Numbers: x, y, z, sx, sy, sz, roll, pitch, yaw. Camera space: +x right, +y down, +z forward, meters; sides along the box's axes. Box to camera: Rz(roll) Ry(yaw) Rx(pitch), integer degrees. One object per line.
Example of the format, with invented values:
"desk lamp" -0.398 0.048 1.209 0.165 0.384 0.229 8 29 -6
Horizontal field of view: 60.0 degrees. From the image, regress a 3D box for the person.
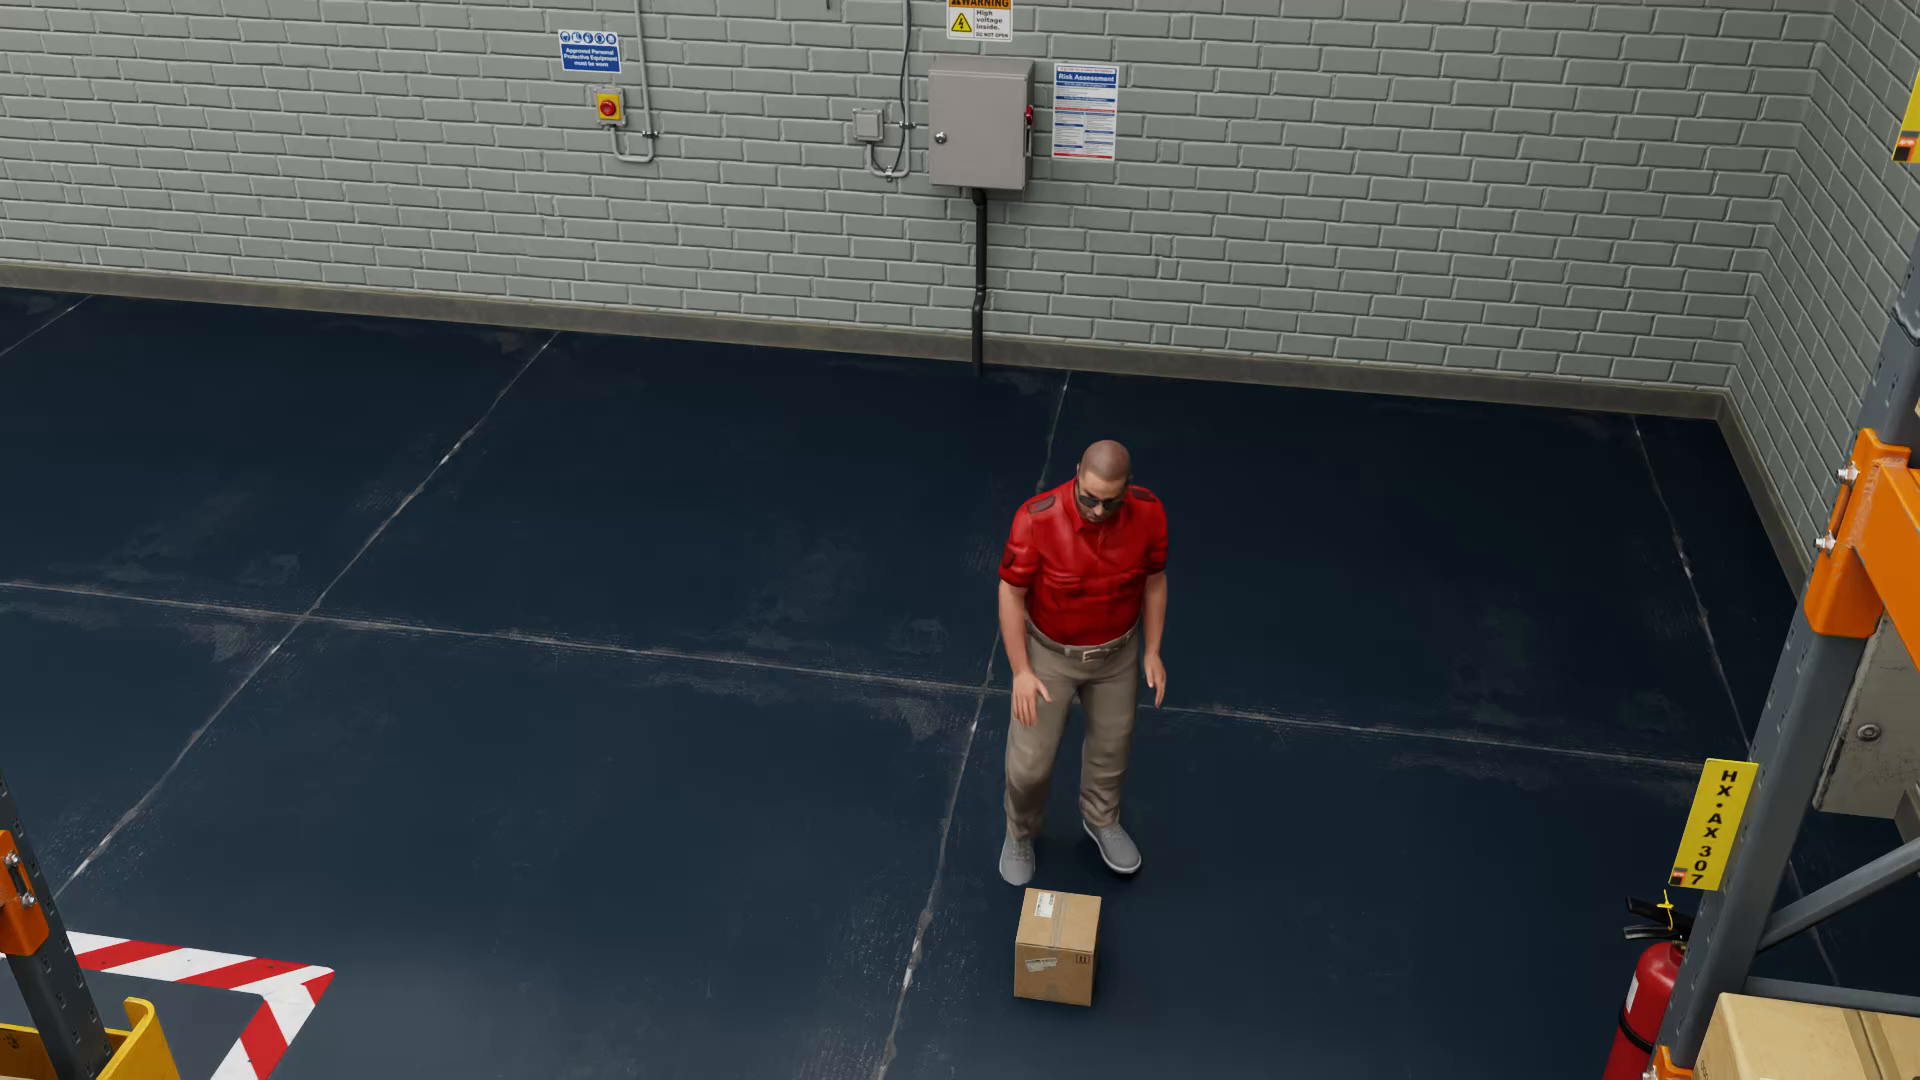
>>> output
"person" 0.403 0.426 5.522 0.571 1.790 0.440 -9 33 -13
